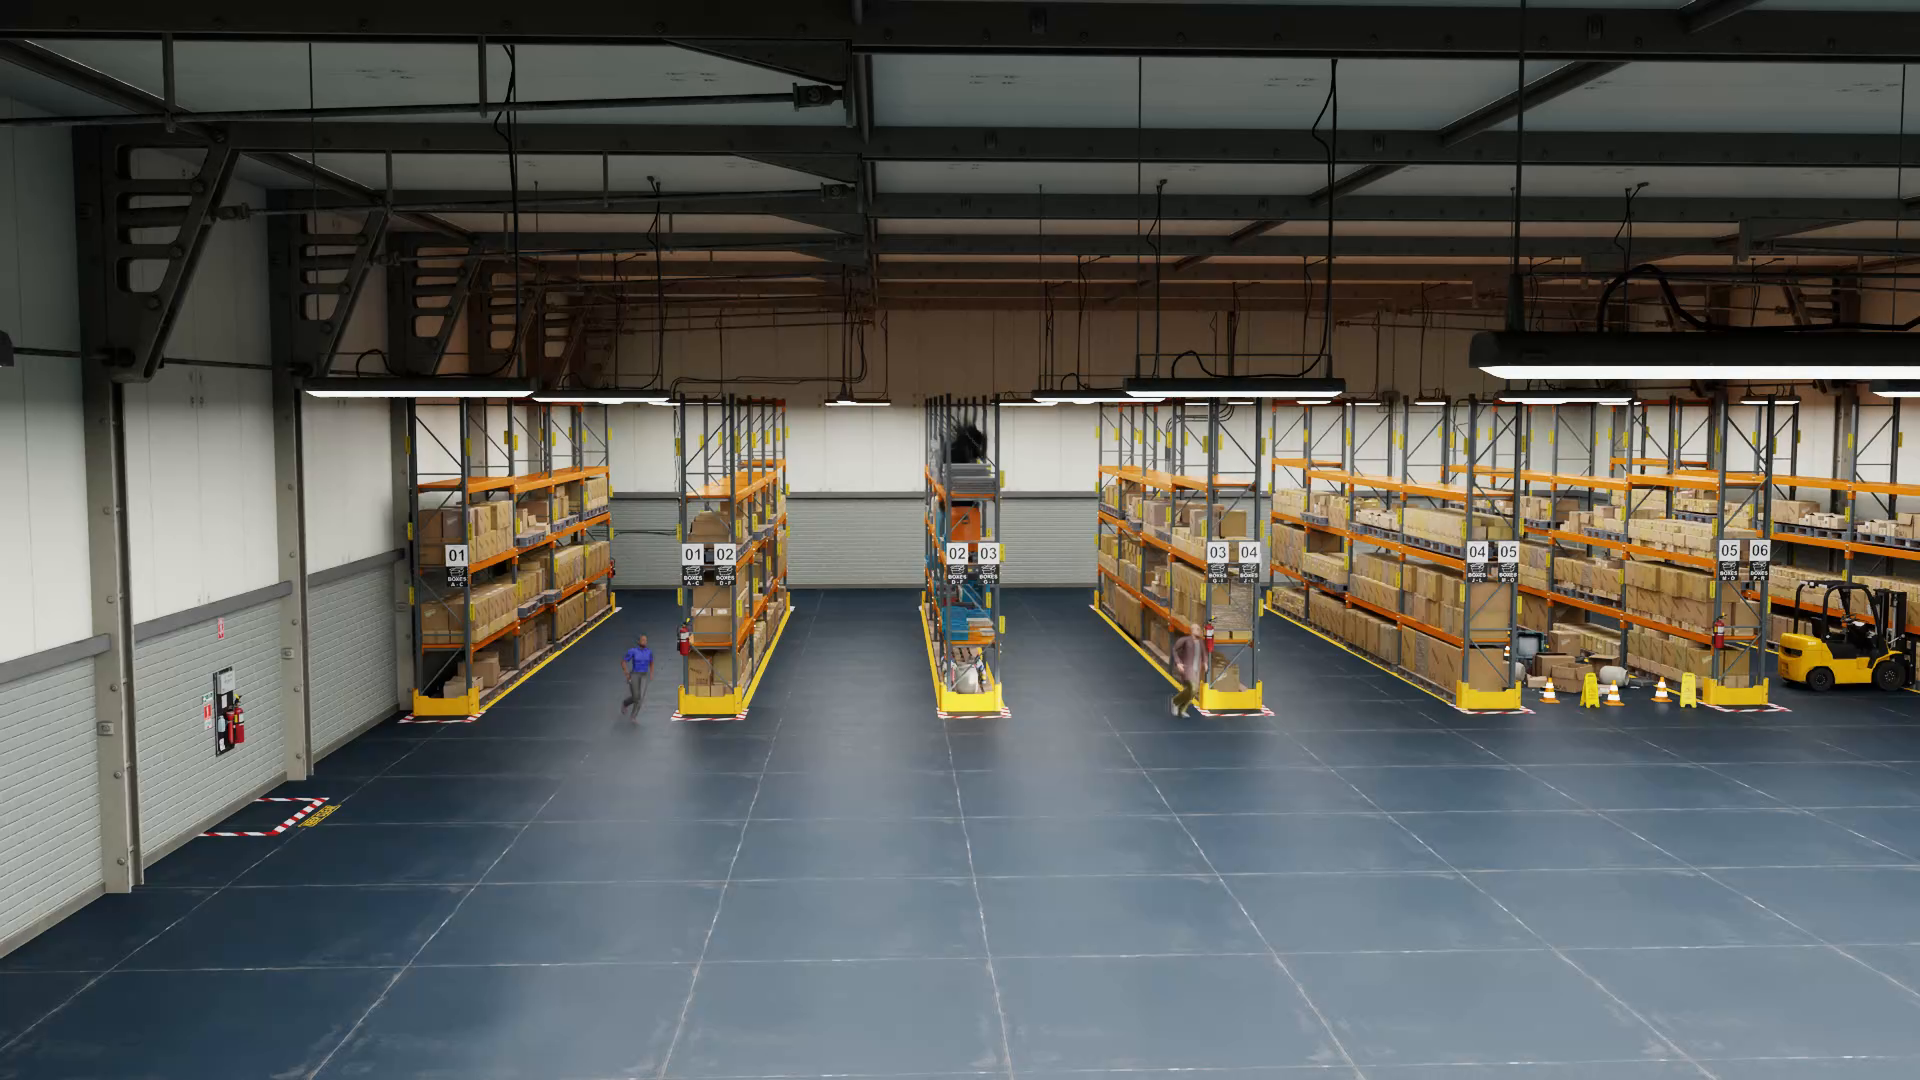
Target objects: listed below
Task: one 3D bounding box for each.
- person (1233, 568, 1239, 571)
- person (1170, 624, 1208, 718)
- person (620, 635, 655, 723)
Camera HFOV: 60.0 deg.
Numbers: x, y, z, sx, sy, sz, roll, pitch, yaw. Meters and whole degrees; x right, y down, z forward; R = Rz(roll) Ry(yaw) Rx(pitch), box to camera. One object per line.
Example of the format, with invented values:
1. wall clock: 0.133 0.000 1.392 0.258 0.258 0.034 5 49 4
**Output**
1. person: 7.627 1.129 47.449 0.770 1.722 0.554 3 5 31
2. person: 4.316 2.422 30.863 0.740 1.719 0.586 -3 6 -36
3. person: -5.867 2.526 30.471 0.617 1.581 0.576 -3 5 -33
